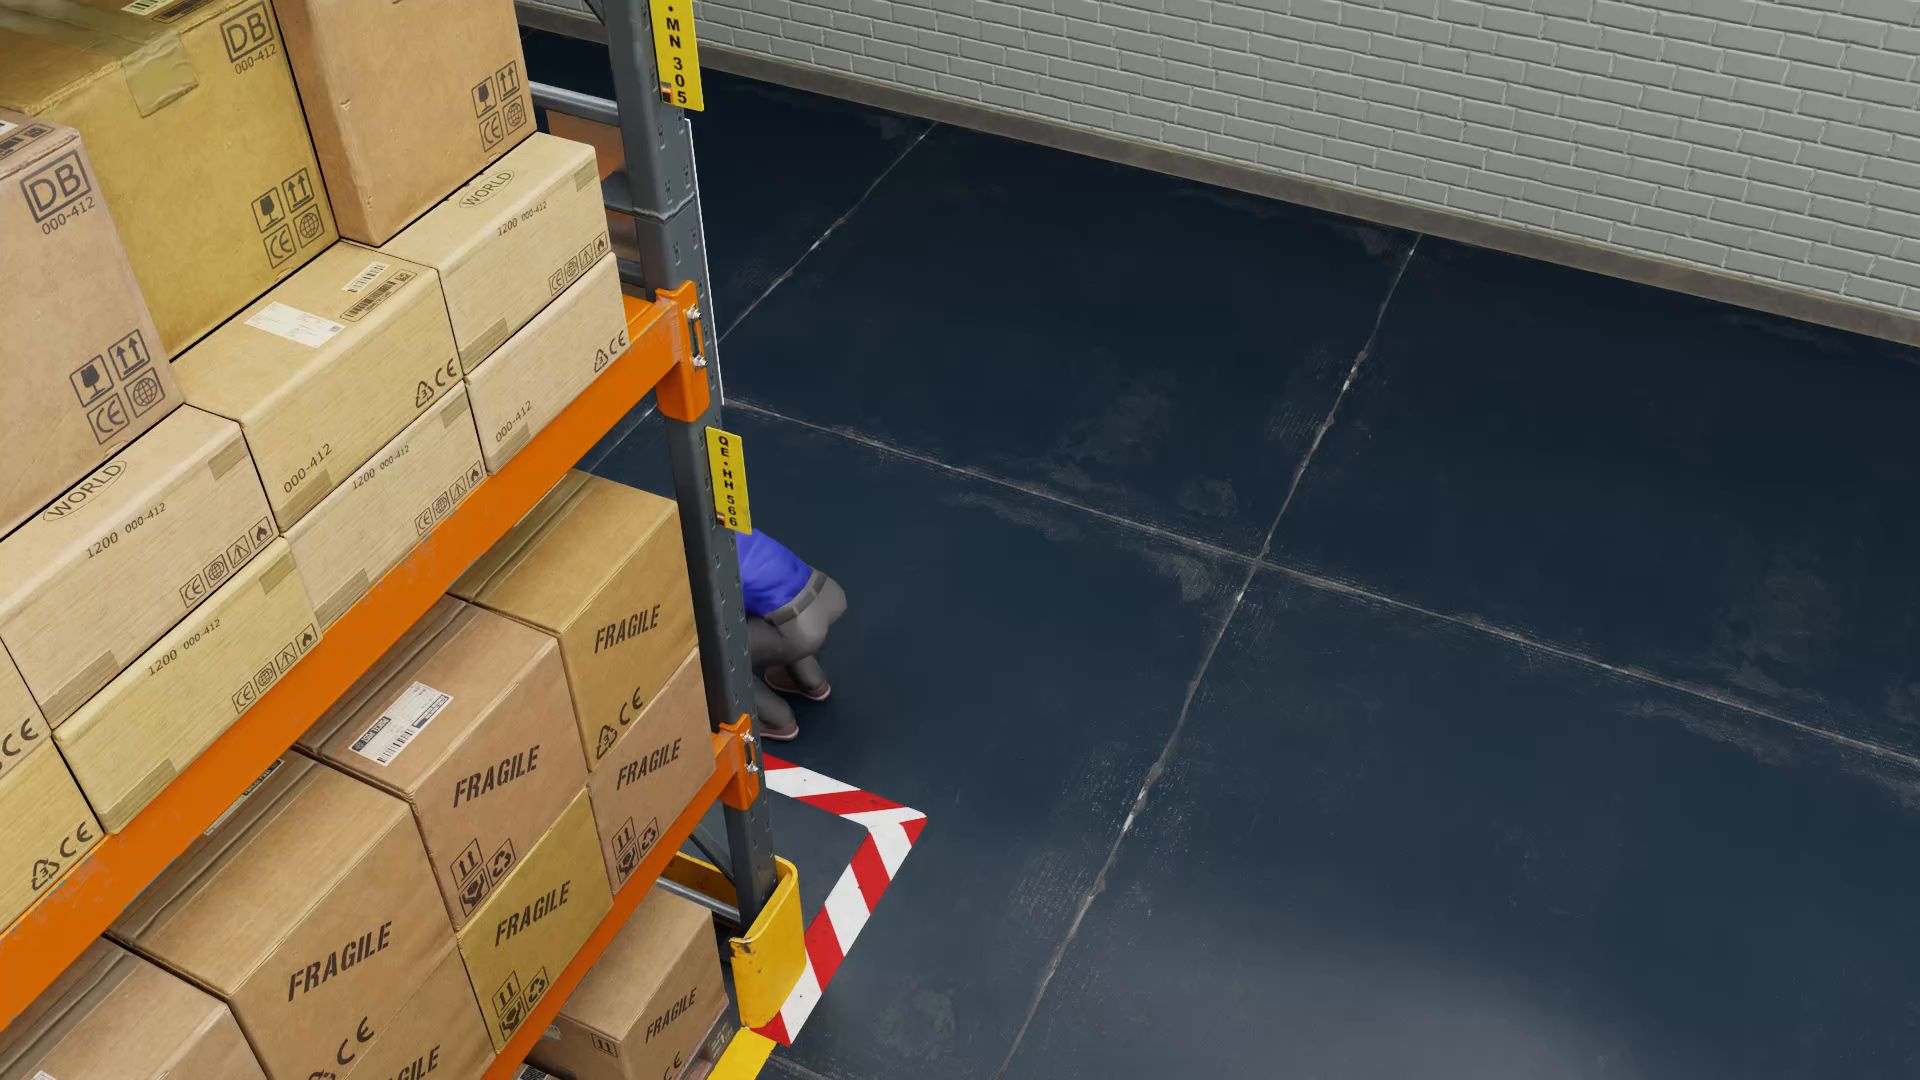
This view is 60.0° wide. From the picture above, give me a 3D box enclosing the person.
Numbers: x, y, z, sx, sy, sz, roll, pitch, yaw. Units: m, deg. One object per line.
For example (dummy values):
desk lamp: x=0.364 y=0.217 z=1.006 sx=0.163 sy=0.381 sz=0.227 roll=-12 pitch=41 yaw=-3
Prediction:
person: x=-0.858 y=0.287 z=6.388 sx=0.856 sy=0.940 sz=0.469 roll=16 pitch=45 yaw=17
